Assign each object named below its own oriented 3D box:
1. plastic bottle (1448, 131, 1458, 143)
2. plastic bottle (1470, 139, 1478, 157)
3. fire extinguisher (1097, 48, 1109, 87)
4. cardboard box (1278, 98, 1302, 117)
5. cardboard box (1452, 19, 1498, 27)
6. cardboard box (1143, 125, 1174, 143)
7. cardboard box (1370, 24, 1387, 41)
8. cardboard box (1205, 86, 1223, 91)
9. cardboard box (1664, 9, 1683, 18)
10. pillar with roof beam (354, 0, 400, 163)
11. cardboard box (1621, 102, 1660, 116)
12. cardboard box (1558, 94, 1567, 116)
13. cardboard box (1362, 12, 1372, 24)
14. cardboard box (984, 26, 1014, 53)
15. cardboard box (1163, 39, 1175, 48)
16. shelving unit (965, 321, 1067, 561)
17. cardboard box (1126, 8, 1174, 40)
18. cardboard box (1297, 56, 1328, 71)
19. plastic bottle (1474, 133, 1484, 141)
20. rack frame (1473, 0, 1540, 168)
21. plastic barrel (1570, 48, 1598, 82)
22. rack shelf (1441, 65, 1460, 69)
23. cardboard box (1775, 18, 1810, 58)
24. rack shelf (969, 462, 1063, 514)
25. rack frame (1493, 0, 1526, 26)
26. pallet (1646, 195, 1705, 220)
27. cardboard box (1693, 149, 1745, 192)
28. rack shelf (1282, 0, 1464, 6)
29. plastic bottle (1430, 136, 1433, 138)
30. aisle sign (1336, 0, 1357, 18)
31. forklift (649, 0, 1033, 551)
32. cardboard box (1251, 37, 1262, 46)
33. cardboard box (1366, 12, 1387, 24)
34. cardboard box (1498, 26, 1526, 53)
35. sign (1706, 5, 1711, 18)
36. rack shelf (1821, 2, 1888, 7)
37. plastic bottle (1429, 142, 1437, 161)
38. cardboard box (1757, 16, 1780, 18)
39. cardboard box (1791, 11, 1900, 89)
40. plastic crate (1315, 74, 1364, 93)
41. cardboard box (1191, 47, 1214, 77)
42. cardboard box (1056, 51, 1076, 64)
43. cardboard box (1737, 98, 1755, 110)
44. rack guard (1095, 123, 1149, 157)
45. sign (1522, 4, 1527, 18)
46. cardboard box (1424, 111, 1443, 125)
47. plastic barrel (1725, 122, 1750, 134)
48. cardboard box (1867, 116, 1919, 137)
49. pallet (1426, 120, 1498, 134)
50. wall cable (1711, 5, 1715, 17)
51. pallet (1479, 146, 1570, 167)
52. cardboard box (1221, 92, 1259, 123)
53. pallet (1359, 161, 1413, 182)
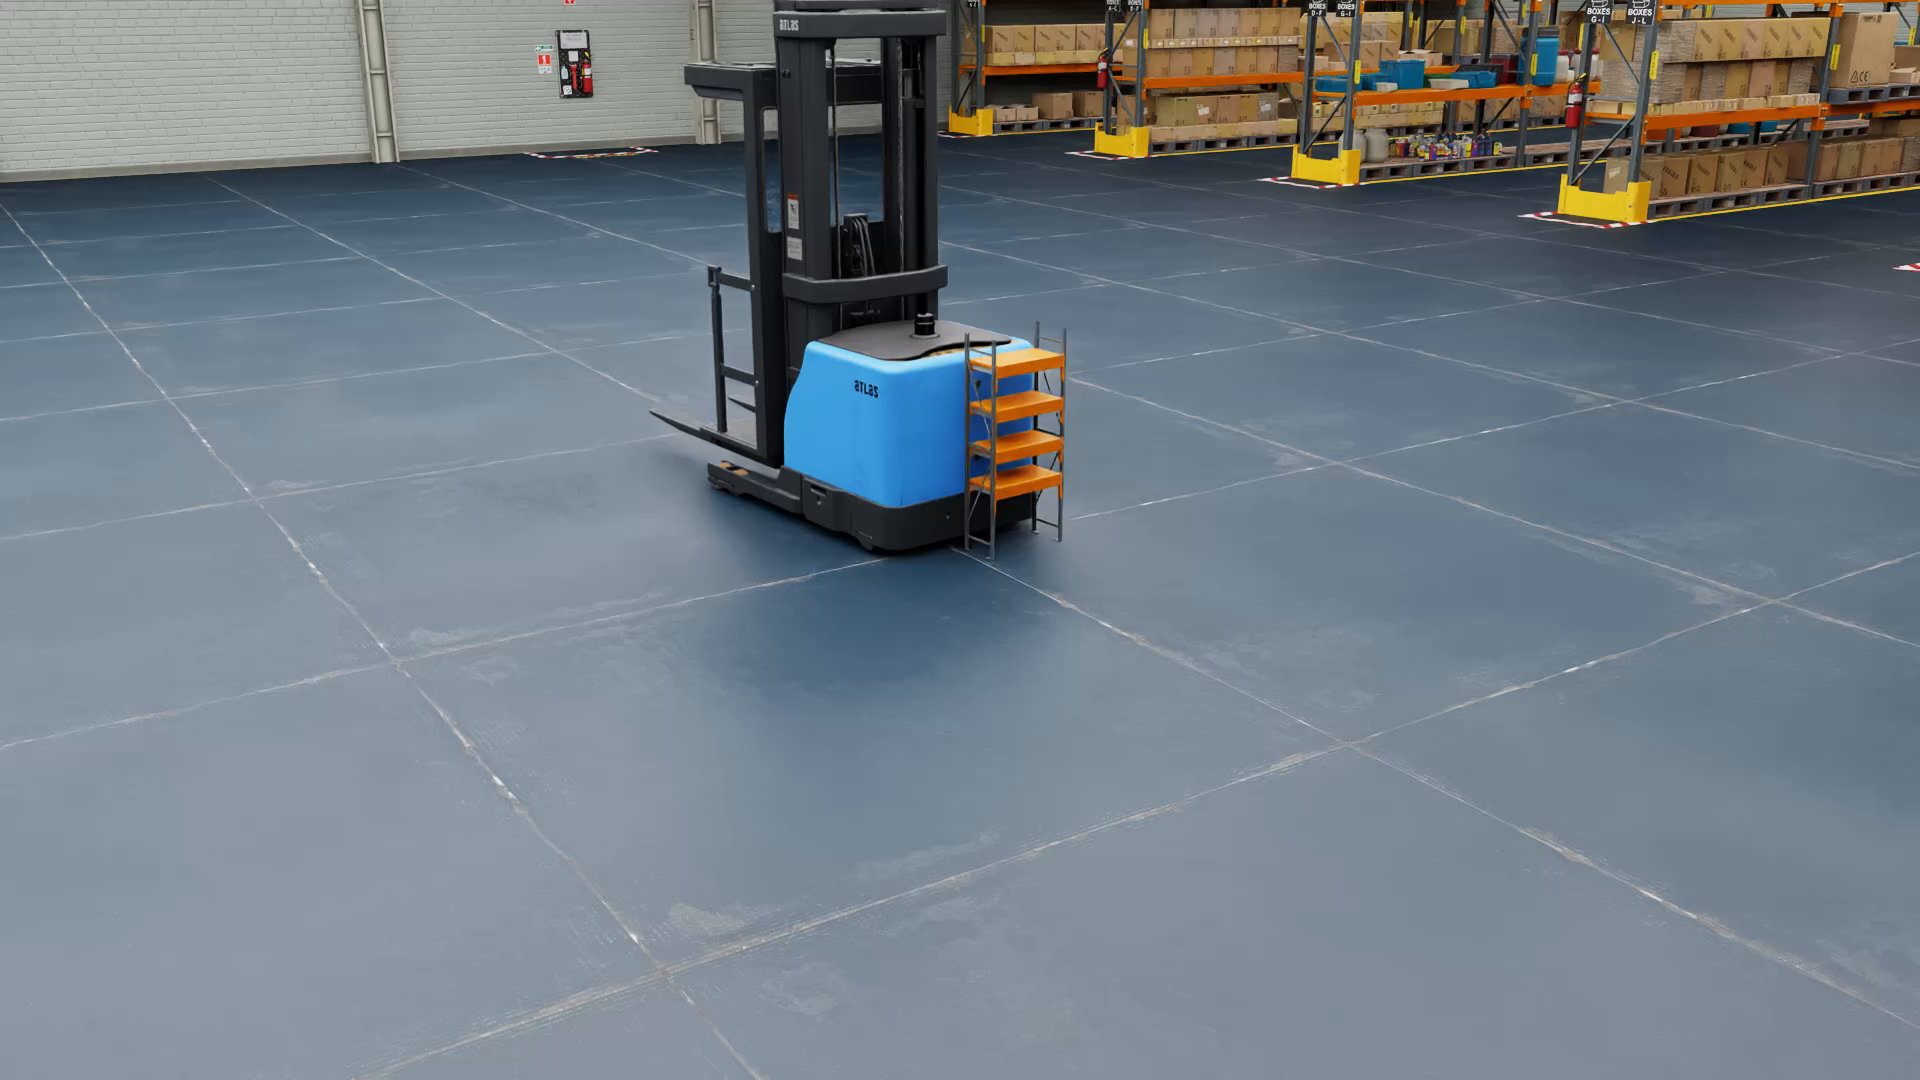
[{"bbox_3d":[8.117,-6.550,27.384,0.185,0.351,0.144,-12,22,-31],"label":"plastic bottle"},{"bbox_3d":[8.287,-6.323,26.820,0.133,0.283,0.061,-10,21,-28],"label":"plastic bottle"},{"bbox_3d":[2.524,-8.354,29.392,0.183,0.674,0.296,-12,22,-31],"label":"fire extinguisher"},{"bbox_3d":[6.399,-8.301,31.878,0.500,0.311,0.500,-12,22,-31],"label":"cardboard box"},{"bbox_3d":[12.492,-12.348,40.617,0.700,0.700,0.980,-12,22,-32],"label":"cardboard box"},{"bbox_3d":[3.448,-7.218,29.550,0.500,0.250,0.500,-12,22,-31],"label":"cardboard box"},{"bbox_3d":[9.505,-11.681,38.462,0.500,0.500,0.500,-12,22,-31],"label":"cardboard box"},{"bbox_3d":[5.366,-9.749,36.615,0.500,0.500,0.700,-12,22,-32],"label":"cardboard box"},{"bbox_3d":[15.599,-11.385,36.520,0.500,0.500,0.500,-11,22,-30],"label":"cardboard box"},{"bbox_3d":[-7.395,-9.543,23.421,0.400,9.000,9.100,-12,22,-31],"label":"pillar with roof beam"},{"bbox_3d":[8.693,-5.504,21.234,0.250,0.149,0.380,-12,22,-31],"label":"cardboard box"},{"bbox_3d":[12.646,-9.261,35.171,0.500,0.500,0.500,-12,22,-32],"label":"cardboard box"},{"bbox_3d":[9.065,-11.950,38.086,0.500,0.250,0.500,-11,22,-30],"label":"cardboard box"},{"bbox_3d":[0.715,-9.909,32.902,0.500,0.500,0.500,-12,22,-31],"label":"cardboard box"},{"bbox_3d":[3.543,-8.700,29.127,0.250,0.149,0.380,-13,22,-33],"label":"cardboard box"},{"bbox_3d":[0.296,-0.536,8.958,0.503,1.200,0.258,-14,23,-36],"label":"shelving unit"},{"bbox_3d":[3.319,-9.037,29.110,0.500,0.500,0.700,-12,22,-31],"label":"cardboard box"},{"bbox_3d":[6.606,-9.019,31.472,0.500,0.250,0.500,-10,21,-28],"label":"cardboard box"},{"bbox_3d":[8.481,-6.467,27.141,0.185,0.351,0.144,-12,22,-31],"label":"plastic bottle"},{"bbox_3d":[8.940,-7.666,27.236,0.127,3.000,1.000,-12,22,-31],"label":"rack frame"},{"bbox_3d":[10.472,-7.969,27.922,0.433,0.535,0.433,0,19,0],"label":"plastic barrel"},{"bbox_3d":[11.230,-9.707,34.399,4.000,0.370,1.077,-12,22,-31],"label":"rack shelf"},{"bbox_3d":[11.023,-6.762,22.380,0.500,0.500,0.500,-12,22,-31],"label":"cardboard box"},{"bbox_3d":[0.296,-0.285,9.043,0.480,0.148,0.258,-14,23,-36],"label":"rack shelf"},{"bbox_3d":[13.514,-12.429,41.327,0.127,3.000,1.000,-12,22,-31],"label":"rack frame"},{"bbox_3d":[9.085,-4.463,22.115,1.213,0.211,1.003,-12,22,-31],"label":"pallet"},{"bbox_3d":[10.359,-5.063,22.784,0.500,0.500,0.500,-14,23,-36],"label":"cardboard box"},{"bbox_3d":[7.889,-10.424,31.834,4.000,0.370,1.077,-12,22,-31],"label":"rack shelf"},{"bbox_3d":[7.719,-6.505,27.357,0.133,0.283,0.061,-11,21,-29],"label":"plastic bottle"},{"bbox_3d":[5.700,-8.102,24.467,0.004,0.787,0.394,-12,22,-31],"label":"aisle sign"},{"bbox_3d":[-0.885,-1.735,9.800,1.130,2.935,3.031,-14,23,-36],"label":"forklift"},{"bbox_3d":[5.259,-9.062,30.198,0.250,0.149,0.380,-12,22,-32],"label":"cardboard box"},{"bbox_3d":[9.491,-12.040,38.351,0.500,0.250,0.500,-11,22,-30],"label":"cardboard box"},{"bbox_3d":[11.459,-10.319,34.273,0.700,0.500,0.500,16,24,39],"label":"cardboard box"},{"bbox_3d":[16.530,-11.651,36.724,0.005,0.325,0.100,-12,22,-31],"label":"sign"},{"bbox_3d":[17.292,-10.507,32.081,4.000,0.370,1.077,-12,22,-31],"label":"rack shelf"},{"bbox_3d":[7.484,-6.154,26.318,0.133,0.283,0.061,-11,22,-31],"label":"plastic bottle"},{"bbox_3d":[11.148,-6.992,23.061,0.500,0.500,0.500,-12,22,-31],"label":"cardboard box"},{"bbox_3d":[12.405,-6.927,23.457,1.000,1.000,1.000,-12,22,-31],"label":"cardboard box"},{"bbox_3d":[5.853,-7.059,25.674,0.616,0.251,0.499,-12,22,-31],"label":"plastic crate"},{"bbox_3d":[4.129,-8.593,29.822,0.500,0.500,0.700,-12,22,-31],"label":"cardboard box"},{"bbox_3d":[2.011,-9.823,33.819,0.500,0.250,0.500,-12,22,-31],"label":"cardboard box"},{"bbox_3d":[10.385,-5.845,22.243,0.250,0.149,0.380,-12,22,-31],"label":"cardboard box"},{"bbox_3d":[2.858,-7.098,29.461,0.348,0.500,1.175,-12,22,-31],"label":"rack guard"},{"bbox_3d":[13.800,-12.943,40.667,0.005,0.325,0.100,-12,22,-31],"label":"sign"},{"bbox_3d":[9.254,-8.434,33.147,0.500,0.250,0.500,-11,22,-30],"label":"cardboard box"},{"bbox_3d":[14.566,-8.064,31.034,0.708,0.901,0.600,-12,22,-31],"label":"plastic barrel"},{"bbox_3d":[14.024,-6.203,24.954,0.500,0.250,0.500,-9,21,-25],"label":"cardboard box"},{"bbox_3d":[10.204,-8.496,34.047,1.213,0.211,1.003,-12,22,-31],"label":"pallet"},{"bbox_3d":[18.434,-14.701,43.527,0.112,2.526,3.097,-12,22,-31],"label":"wall cable"},{"bbox_3d":[9.575,-6.494,28.123,1.213,0.211,1.003,-12,22,-31],"label":"pallet"},{"bbox_3d":[5.112,-7.929,30.481,0.500,0.500,0.500,-12,22,-31],"label":"cardboard box"},{"bbox_3d":[6.318,-5.808,26.095,1.213,0.211,1.003,-12,22,-31],"label":"pallet"}]
